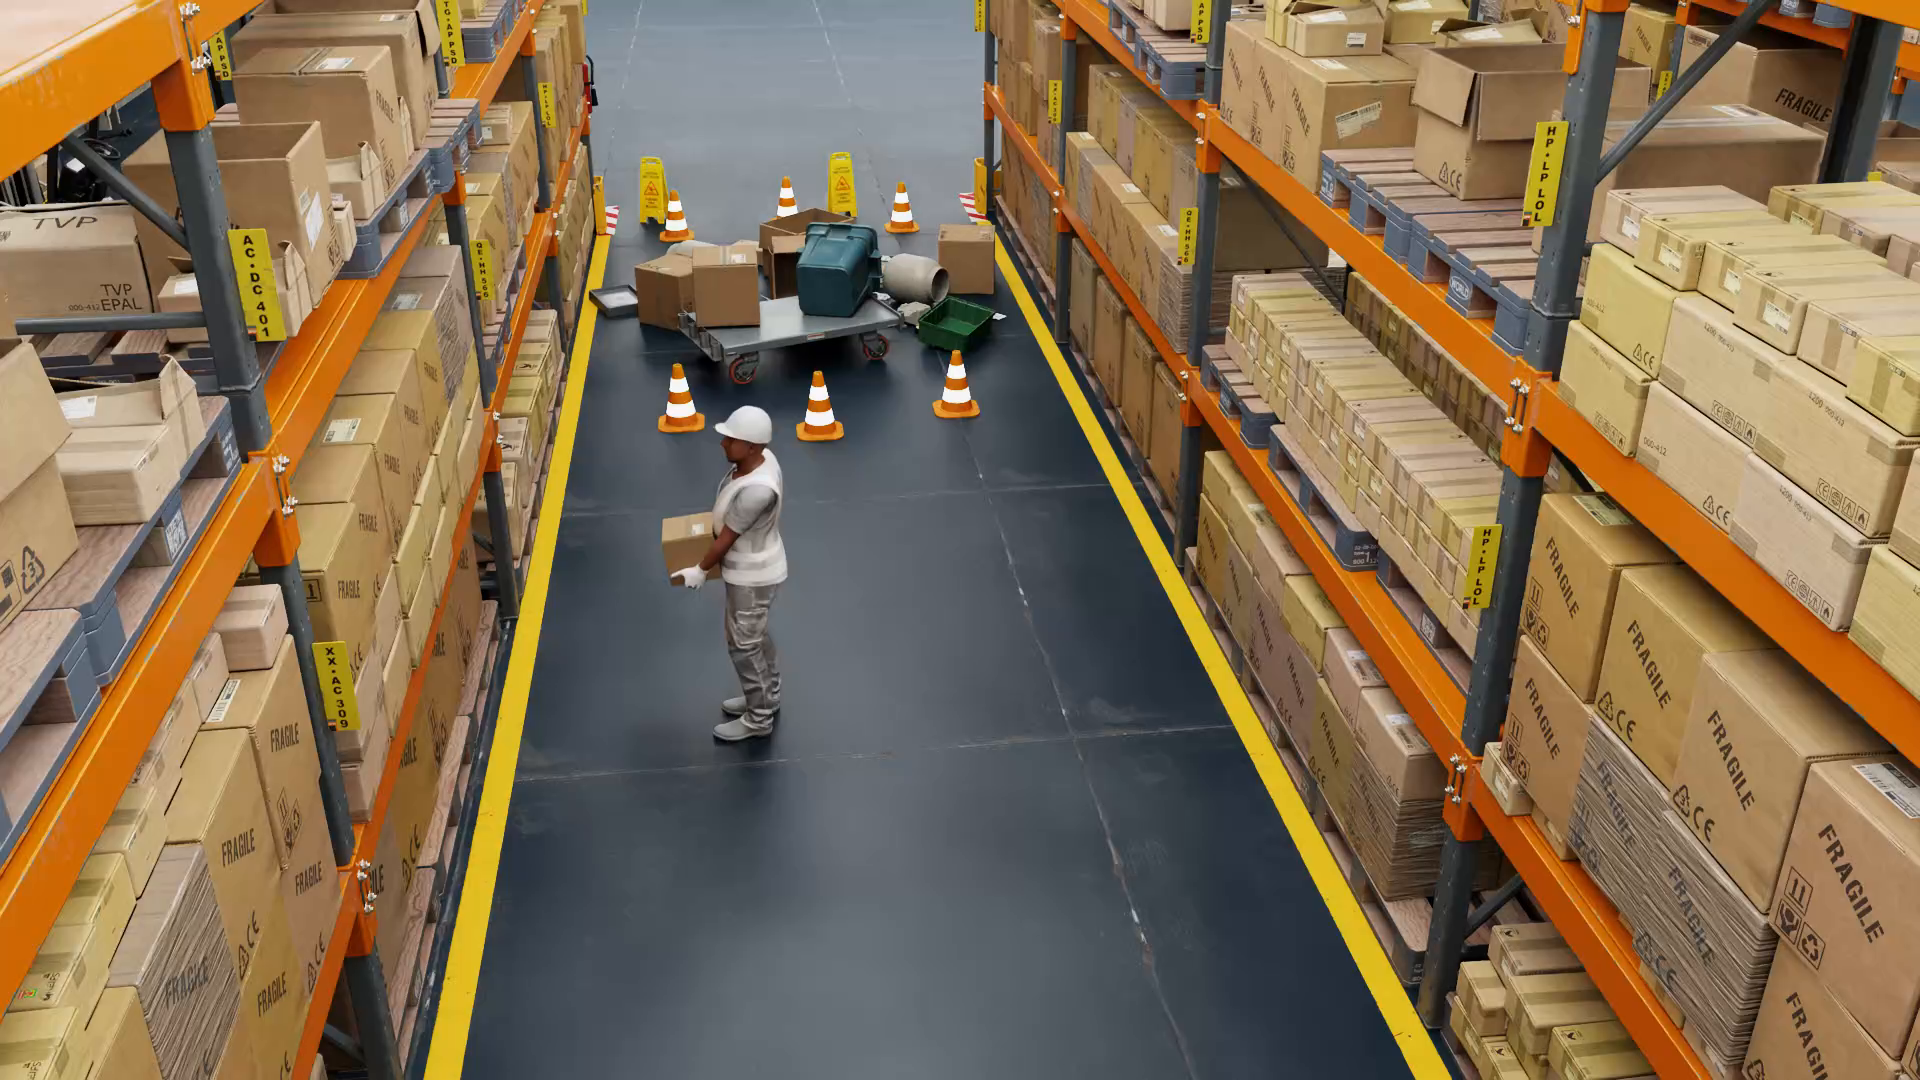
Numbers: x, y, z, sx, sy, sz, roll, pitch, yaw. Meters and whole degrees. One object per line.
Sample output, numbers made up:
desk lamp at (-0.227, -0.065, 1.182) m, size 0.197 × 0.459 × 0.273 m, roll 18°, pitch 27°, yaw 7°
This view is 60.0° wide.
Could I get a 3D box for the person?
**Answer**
person at (-1.144, 0.171, 8.259) m, size 0.573 × 1.781 × 0.489 m, roll -3°, pitch 27°, yaw -7°
